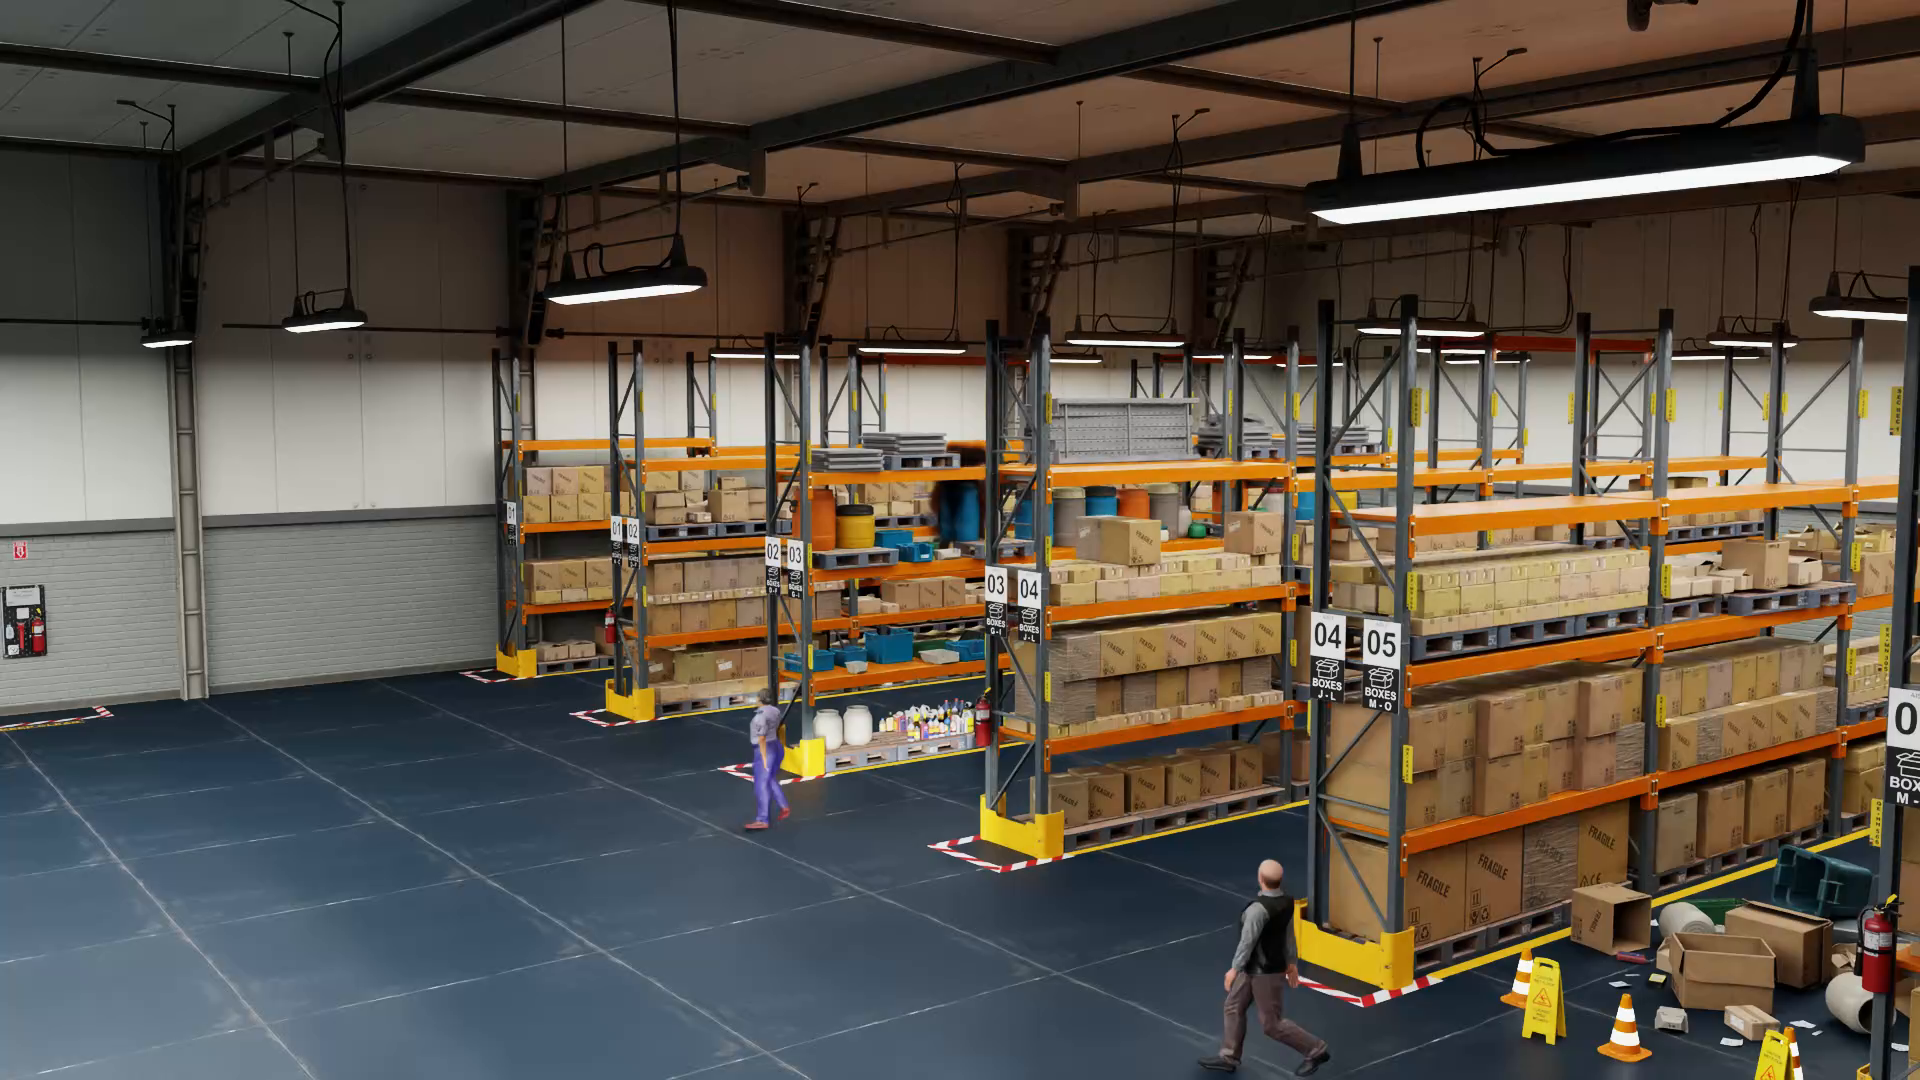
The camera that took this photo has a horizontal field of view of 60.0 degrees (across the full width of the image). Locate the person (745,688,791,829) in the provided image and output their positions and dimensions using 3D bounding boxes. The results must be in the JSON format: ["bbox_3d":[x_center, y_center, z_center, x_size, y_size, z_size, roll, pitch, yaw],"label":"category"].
[{"bbox_3d":[-2.287,2.594,19.864,0.411,1.670,0.585,2,5,21],"label":"person"}]

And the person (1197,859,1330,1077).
[{"bbox_3d":[2.295,3.226,12.496,0.966,1.688,0.492,0,5,0],"label":"person"}]
